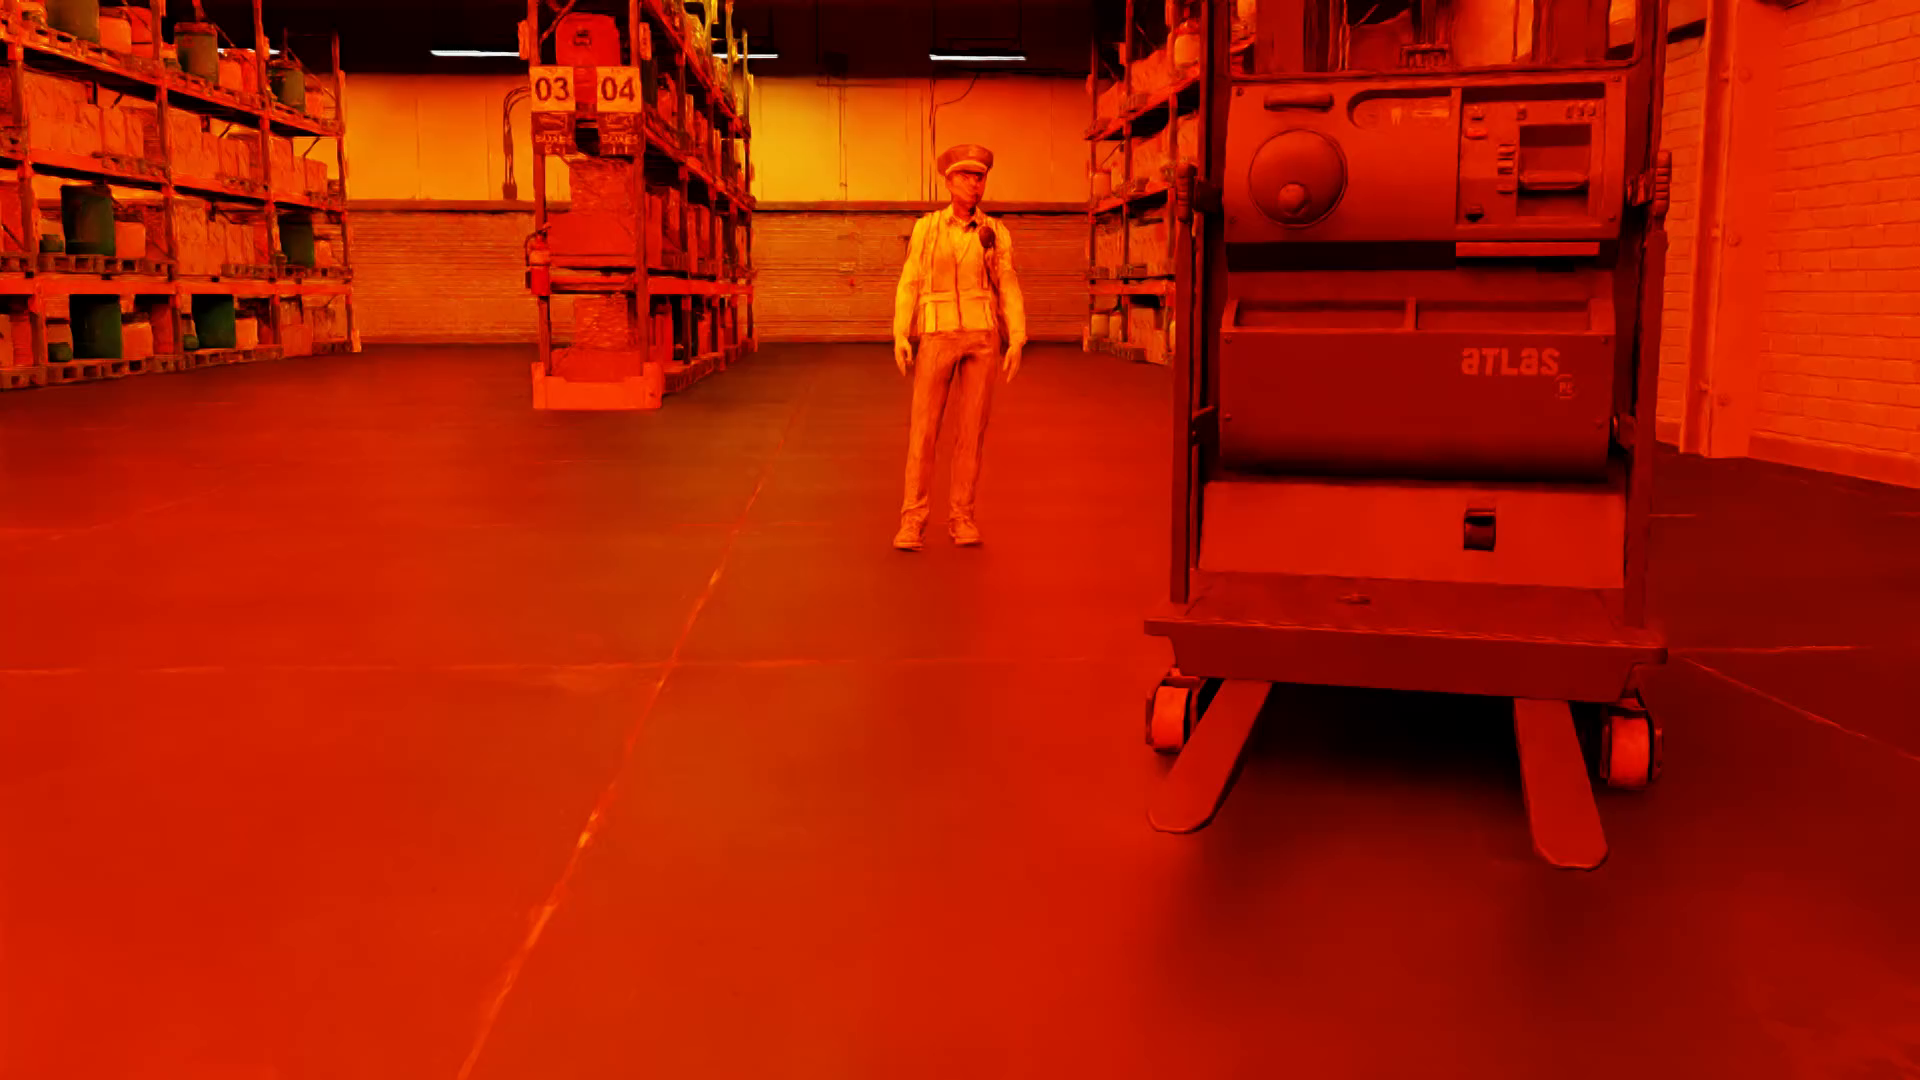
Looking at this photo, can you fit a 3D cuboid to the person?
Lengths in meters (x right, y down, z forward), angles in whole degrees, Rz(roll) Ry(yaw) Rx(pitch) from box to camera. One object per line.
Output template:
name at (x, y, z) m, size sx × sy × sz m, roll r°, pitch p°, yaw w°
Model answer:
person at (-0.003, -0.836, 7.117) m, size 0.586 × 1.695 × 0.533 m, roll -1°, pitch 8°, yaw -4°

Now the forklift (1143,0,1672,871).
forklift at (1.060, -0.966, 3.835) m, size 1.130 × 2.935 × 3.031 m, roll 2°, pitch 9°, yaw 16°
